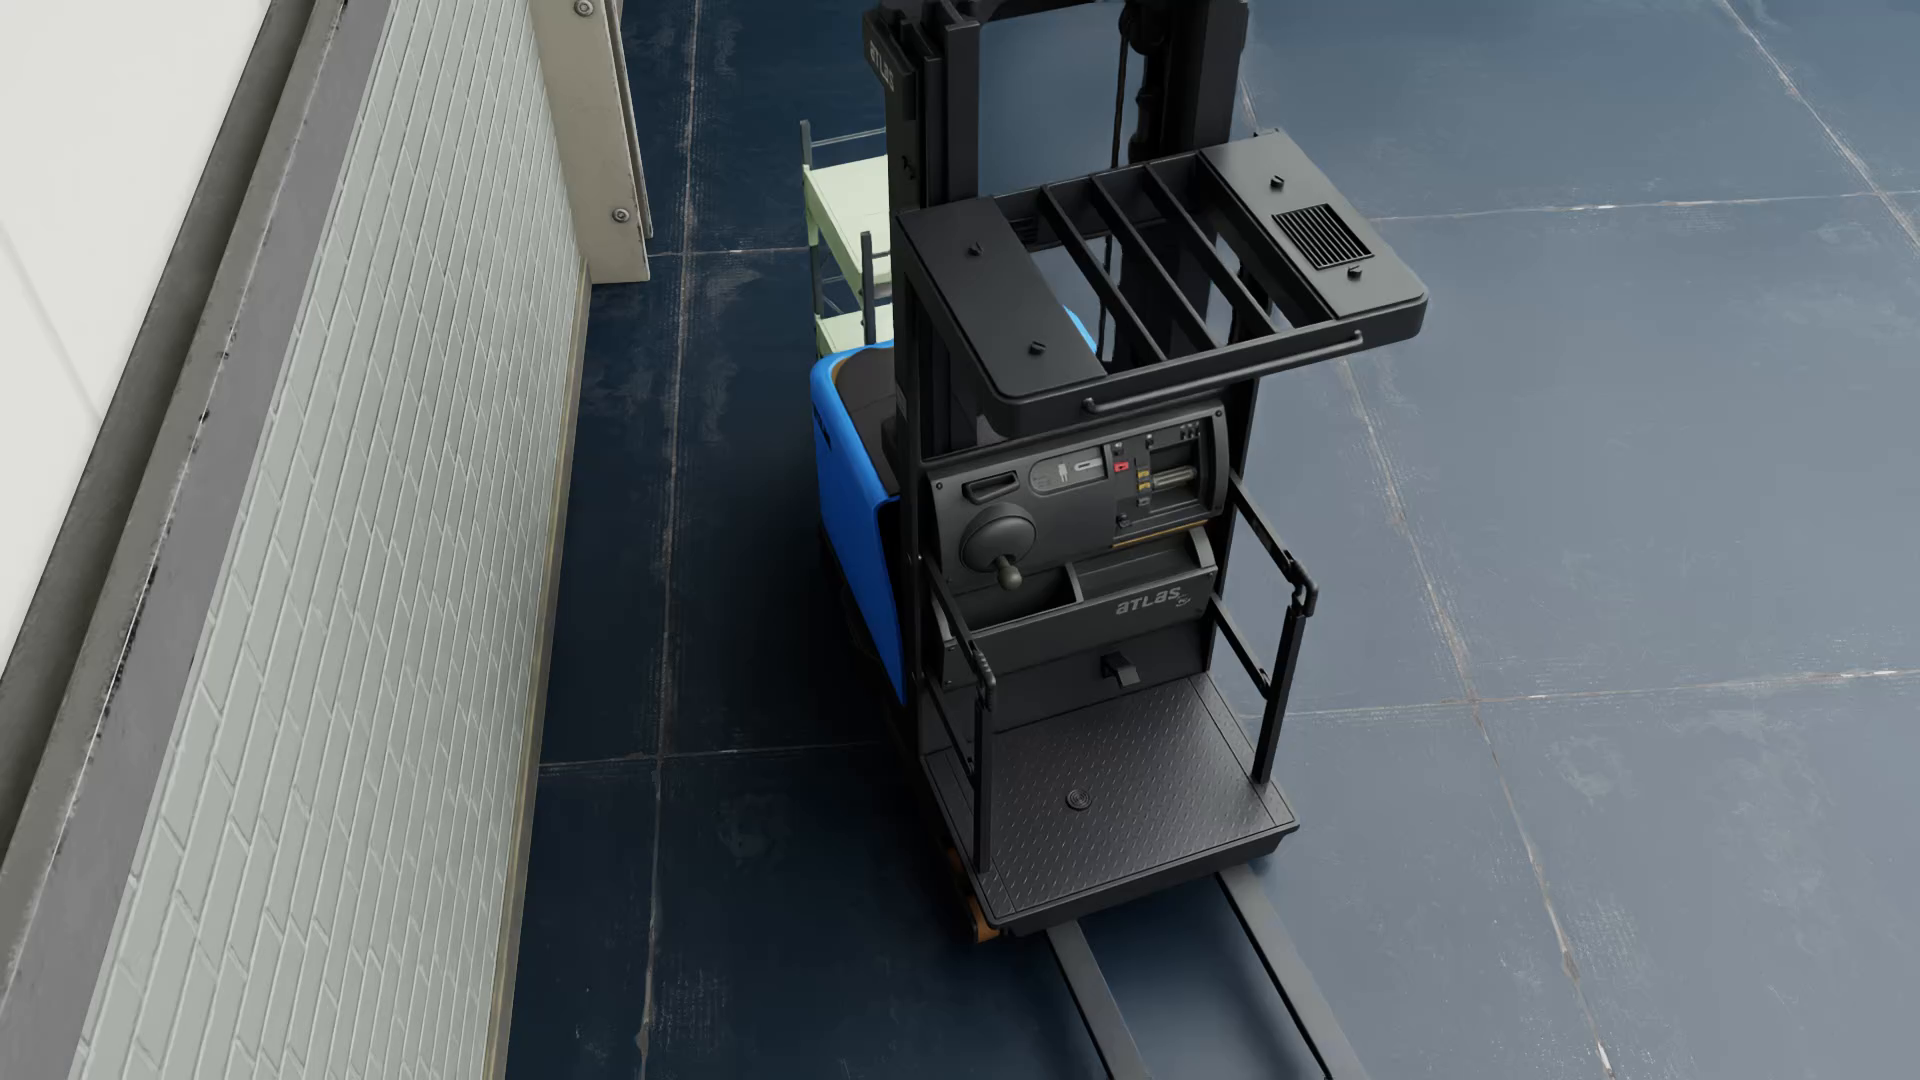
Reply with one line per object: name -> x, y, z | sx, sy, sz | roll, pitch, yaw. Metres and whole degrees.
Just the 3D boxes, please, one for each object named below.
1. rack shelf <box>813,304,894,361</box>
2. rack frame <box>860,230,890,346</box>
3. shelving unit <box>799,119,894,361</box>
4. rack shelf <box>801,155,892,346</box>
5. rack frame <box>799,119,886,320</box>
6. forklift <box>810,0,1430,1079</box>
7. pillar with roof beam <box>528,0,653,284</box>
rack shelf -> -0.277, -0.603, 6.737 | 0.431, 0.370, 0.720 | -15, 48, -14
rack frame -> -0.150, -0.578, 6.265 | 0.400, 1.500, 0.023 | -15, 48, -14
shelving unit -> -0.277, -0.827, 6.501 | 0.431, 1.500, 0.755 | -15, 48, -14
rack shelf -> -0.277, -1.096, 6.217 | 0.431, 0.370, 0.720 | -15, 48, -14
rack frame -> -0.404, -1.077, 6.737 | 0.400, 1.500, 0.023 | -15, 48, -14
forklift -> 0.439, -0.032, 4.761 | 1.130, 2.935, 3.031 | -15, 48, -14
pillar with roof beam -> 2.640, -4.725, 5.027 | 9.100, 9.000, 0.400 | -3, 47, -3
